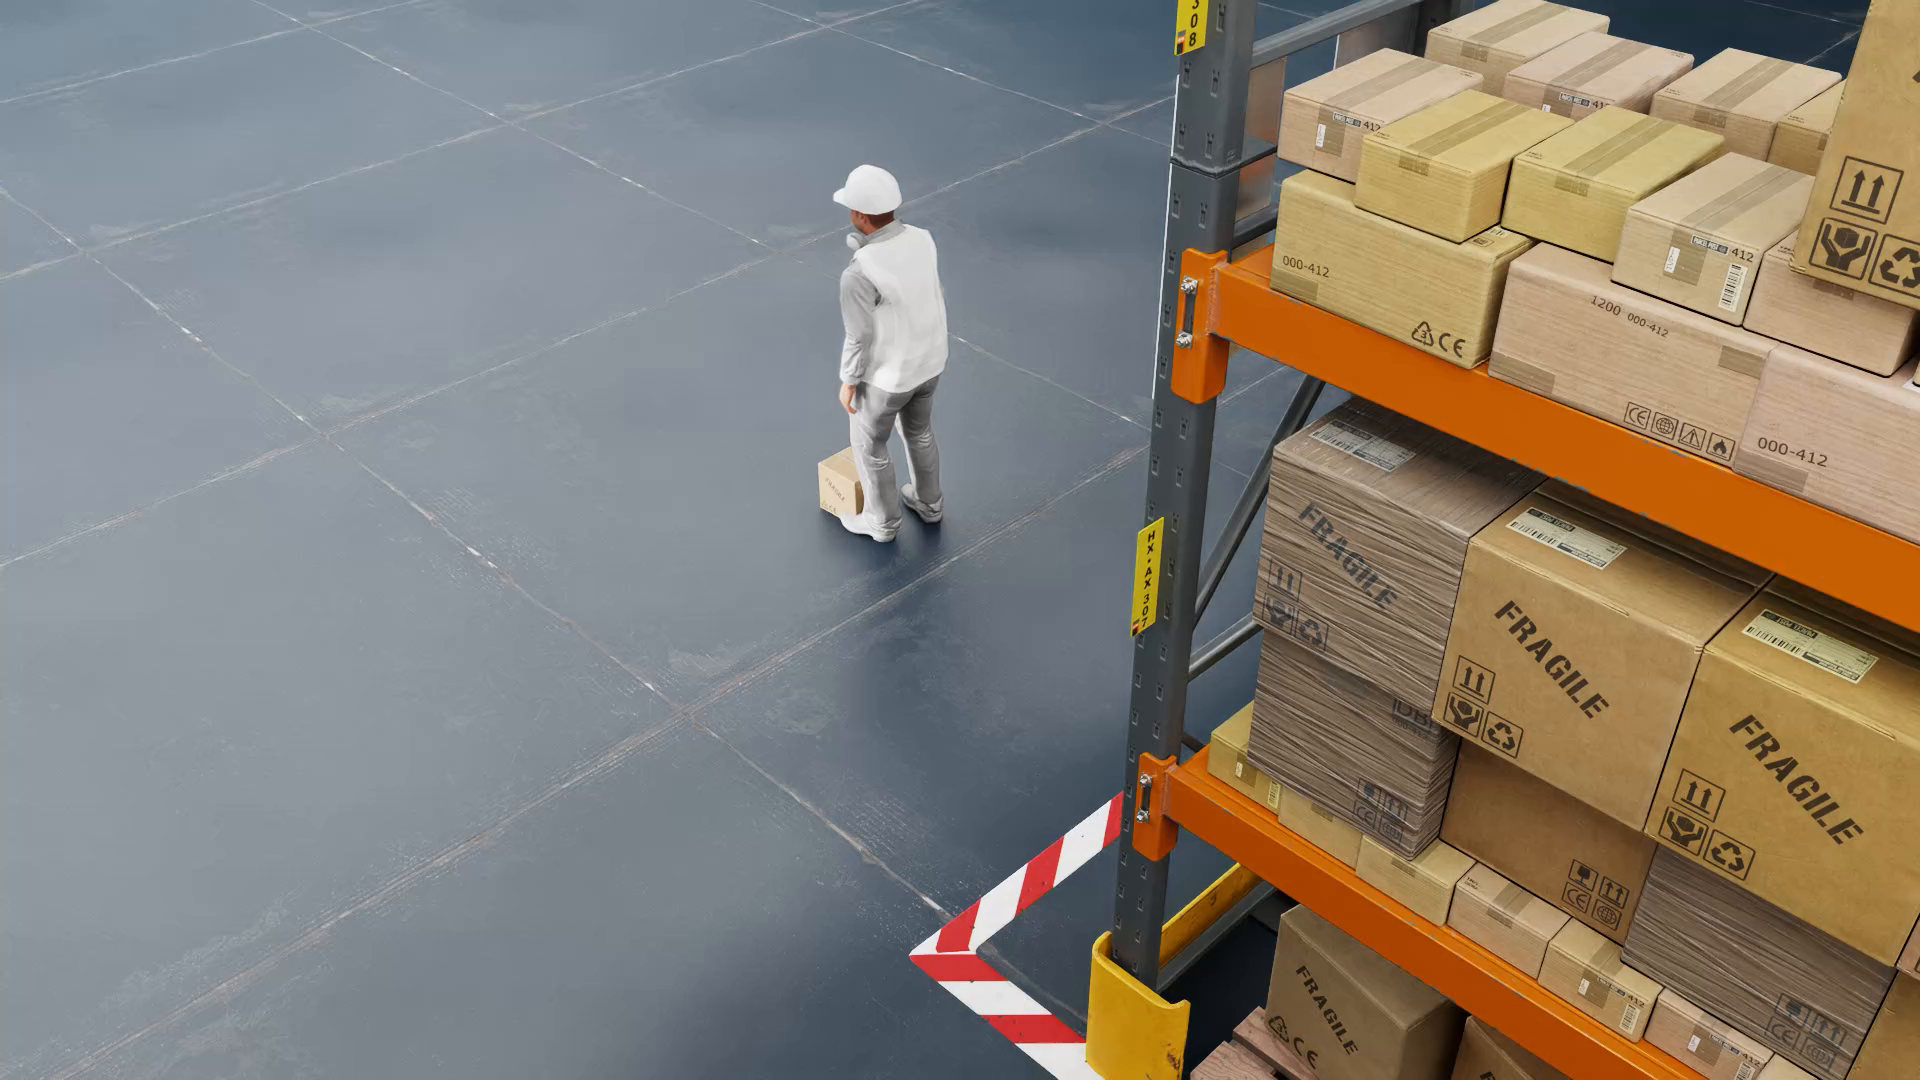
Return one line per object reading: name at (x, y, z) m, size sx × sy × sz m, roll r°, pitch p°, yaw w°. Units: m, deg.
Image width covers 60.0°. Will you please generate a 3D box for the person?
person at (-0.304, -0.775, 7.221) m, size 0.475 × 1.771 × 0.593 m, roll 27°, pitch 43°, yaw 33°
